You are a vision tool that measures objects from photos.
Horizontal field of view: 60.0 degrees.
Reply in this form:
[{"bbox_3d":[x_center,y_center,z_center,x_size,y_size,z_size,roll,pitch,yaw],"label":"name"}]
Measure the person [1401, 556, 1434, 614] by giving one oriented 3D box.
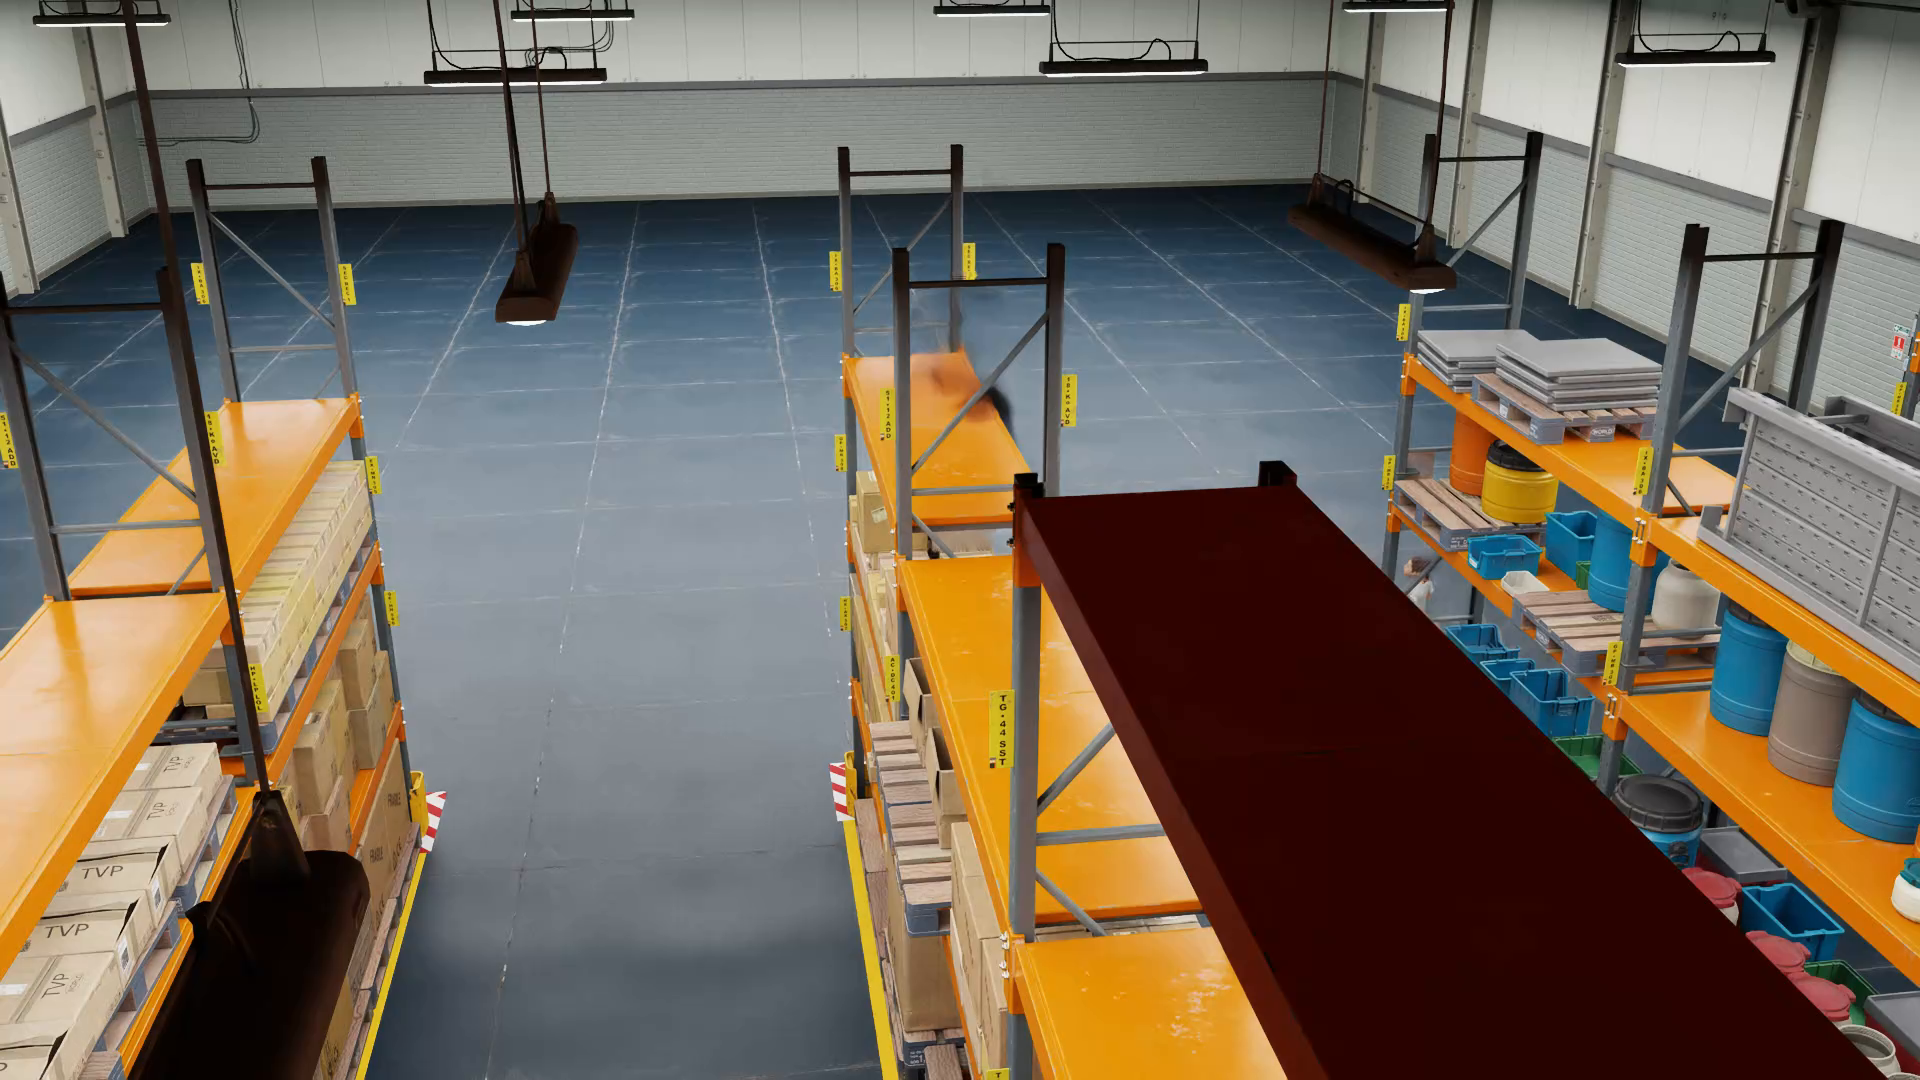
[{"bbox_3d":[4.666,0.886,17.227,0.574,1.596,0.596,13,25,29],"label":"person"}]
